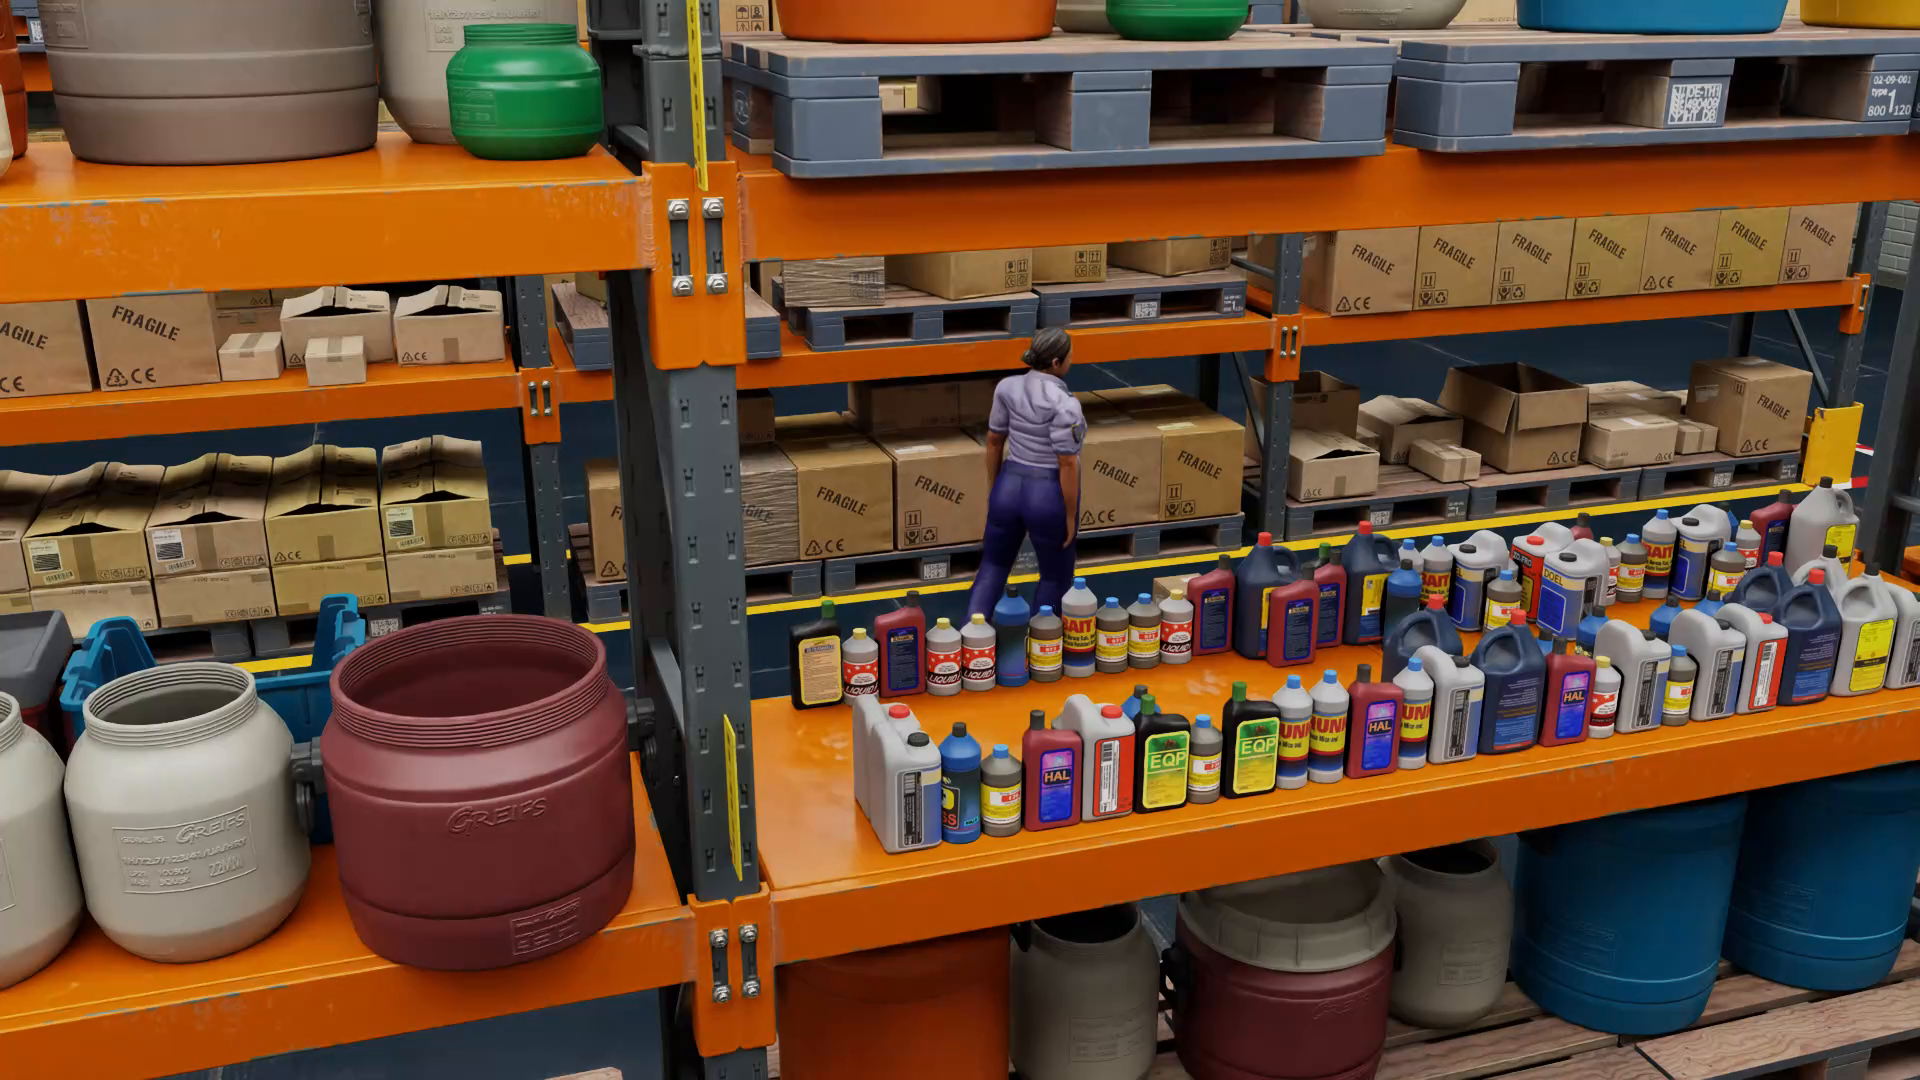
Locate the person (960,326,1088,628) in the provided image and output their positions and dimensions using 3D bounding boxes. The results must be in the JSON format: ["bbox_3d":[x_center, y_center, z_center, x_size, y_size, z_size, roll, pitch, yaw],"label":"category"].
[{"bbox_3d":[0.277,-0.139,7.468,0.539,1.628,0.629,13,23,33],"label":"person"}]
